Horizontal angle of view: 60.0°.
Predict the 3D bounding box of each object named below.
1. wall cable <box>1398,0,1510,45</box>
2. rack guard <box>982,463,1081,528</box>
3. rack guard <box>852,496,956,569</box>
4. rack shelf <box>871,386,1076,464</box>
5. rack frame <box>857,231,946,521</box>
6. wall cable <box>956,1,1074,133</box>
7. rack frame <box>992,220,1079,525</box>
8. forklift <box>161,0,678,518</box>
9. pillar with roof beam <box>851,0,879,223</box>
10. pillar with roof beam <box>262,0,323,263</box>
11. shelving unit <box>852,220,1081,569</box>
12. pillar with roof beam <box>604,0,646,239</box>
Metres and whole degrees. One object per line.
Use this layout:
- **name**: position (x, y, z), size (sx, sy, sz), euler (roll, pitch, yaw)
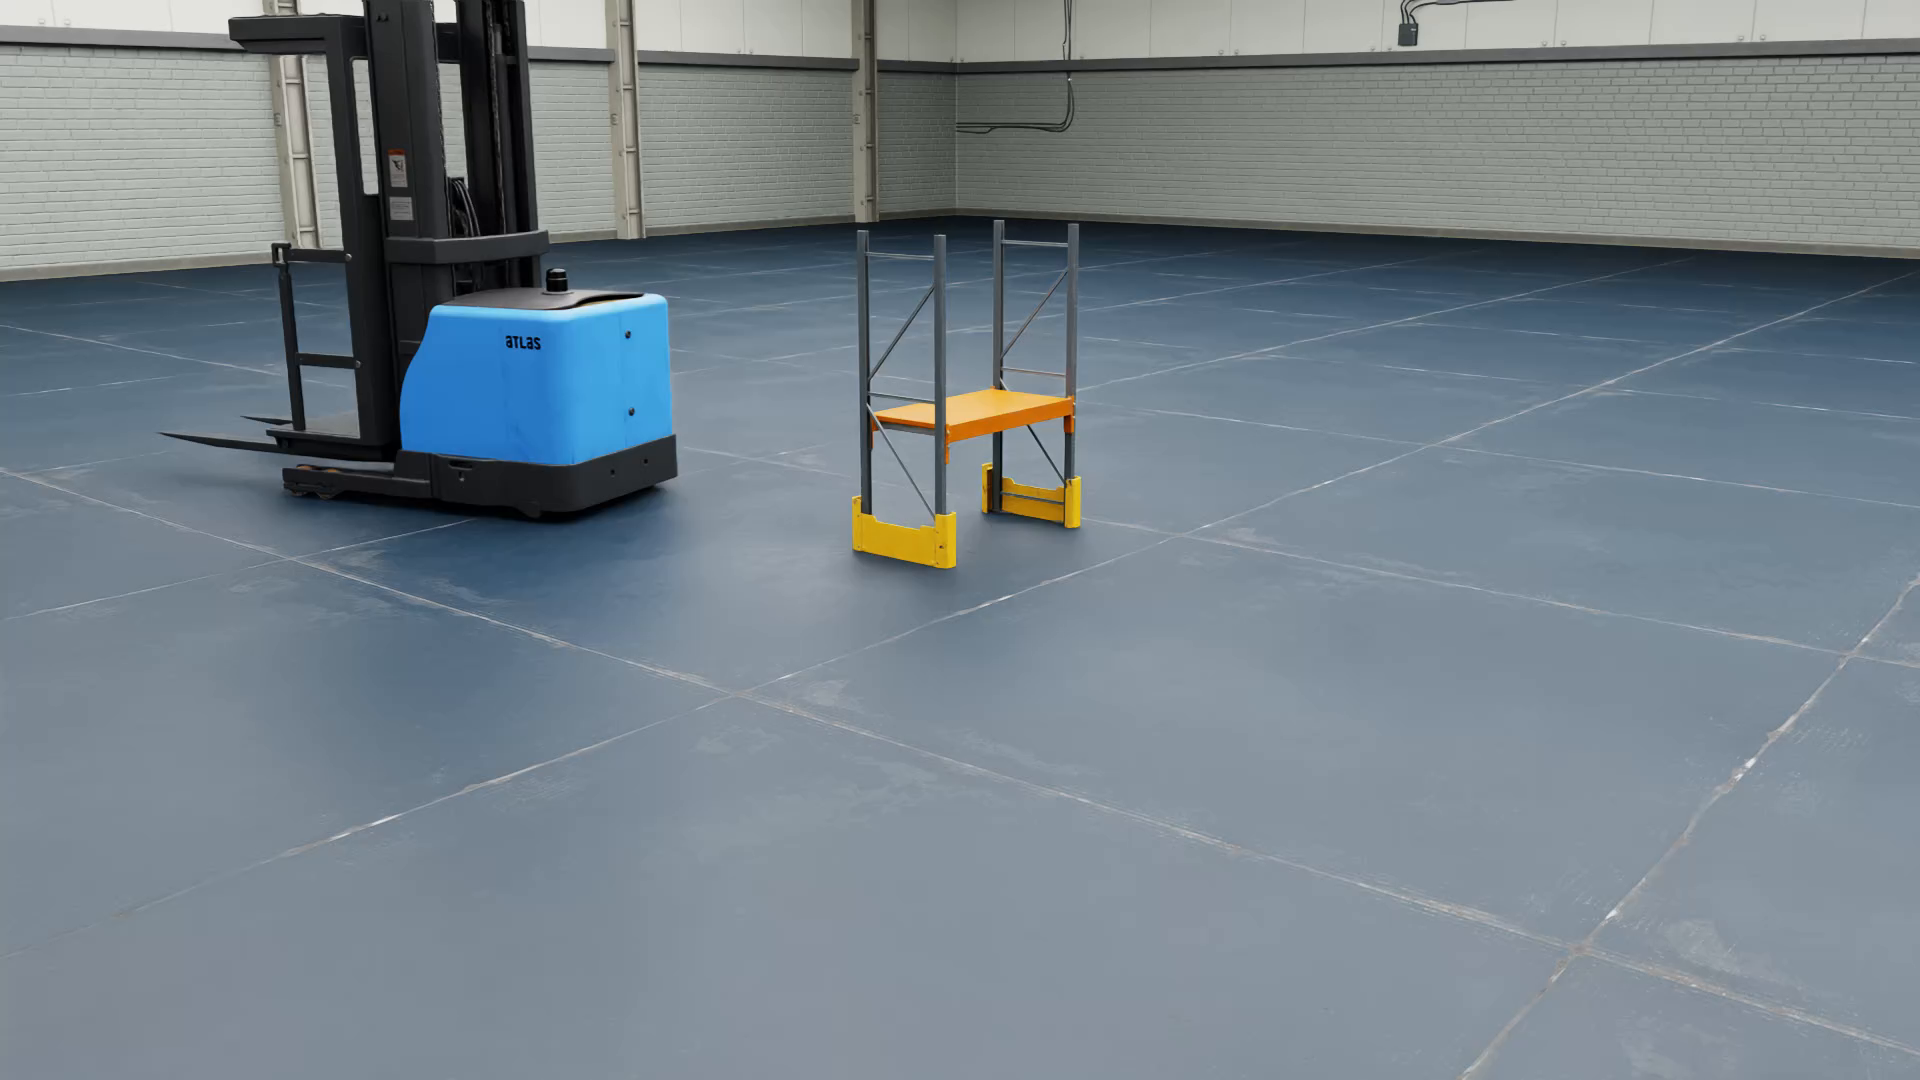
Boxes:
- **wall cable**: position (8.406, -11.200, 27.028), size (2.305, 6.003, 0.169), euler (11, 18, 38)
- **rack guard**: position (0.361, -0.231, 8.525), size (0.587, 0.250, 0.087), euler (11, 18, 38)
- **rack guard**: position (-0.265, -0.040, 7.774), size (0.587, 0.250, 0.087), euler (11, 18, 38)
- **rack shelf**: position (0.054, -0.569, 8.047), size (0.538, 0.185, 1.000), euler (11, 18, 38)
- **rack frame**: position (-0.266, -0.646, 7.619), size (0.500, 1.500, 0.032), euler (11, 18, 38)
- **wall cable**: position (1.032, -9.519, 33.624), size (3.097, 2.526, 0.112), euler (11, 18, 38)
- **rack frame**: position (0.373, -0.841, 8.386), size (0.500, 1.500, 0.032), euler (11, 18, 38)
- **forklift**: position (-3.130, -1.751, 9.062), size (3.031, 2.935, 1.130), euler (6, 16, 23)
- **pillar with roof beam**: position (1.500, -9.998, 29.204), size (9.100, 9.000, 0.400), euler (11, 18, 38)
- **pillar with roof beam**: position (-6.042, -7.700, 20.158), size (9.100, 9.000, 0.400), euler (11, 18, 38)
- **shelving unit**: position (0.048, -0.742, 7.996), size (0.587, 1.500, 1.083), euler (11, 18, 38)
- **pillar with roof beam**: position (-2.271, -8.849, 24.681), size (9.100, 9.000, 0.400), euler (11, 18, 38)
